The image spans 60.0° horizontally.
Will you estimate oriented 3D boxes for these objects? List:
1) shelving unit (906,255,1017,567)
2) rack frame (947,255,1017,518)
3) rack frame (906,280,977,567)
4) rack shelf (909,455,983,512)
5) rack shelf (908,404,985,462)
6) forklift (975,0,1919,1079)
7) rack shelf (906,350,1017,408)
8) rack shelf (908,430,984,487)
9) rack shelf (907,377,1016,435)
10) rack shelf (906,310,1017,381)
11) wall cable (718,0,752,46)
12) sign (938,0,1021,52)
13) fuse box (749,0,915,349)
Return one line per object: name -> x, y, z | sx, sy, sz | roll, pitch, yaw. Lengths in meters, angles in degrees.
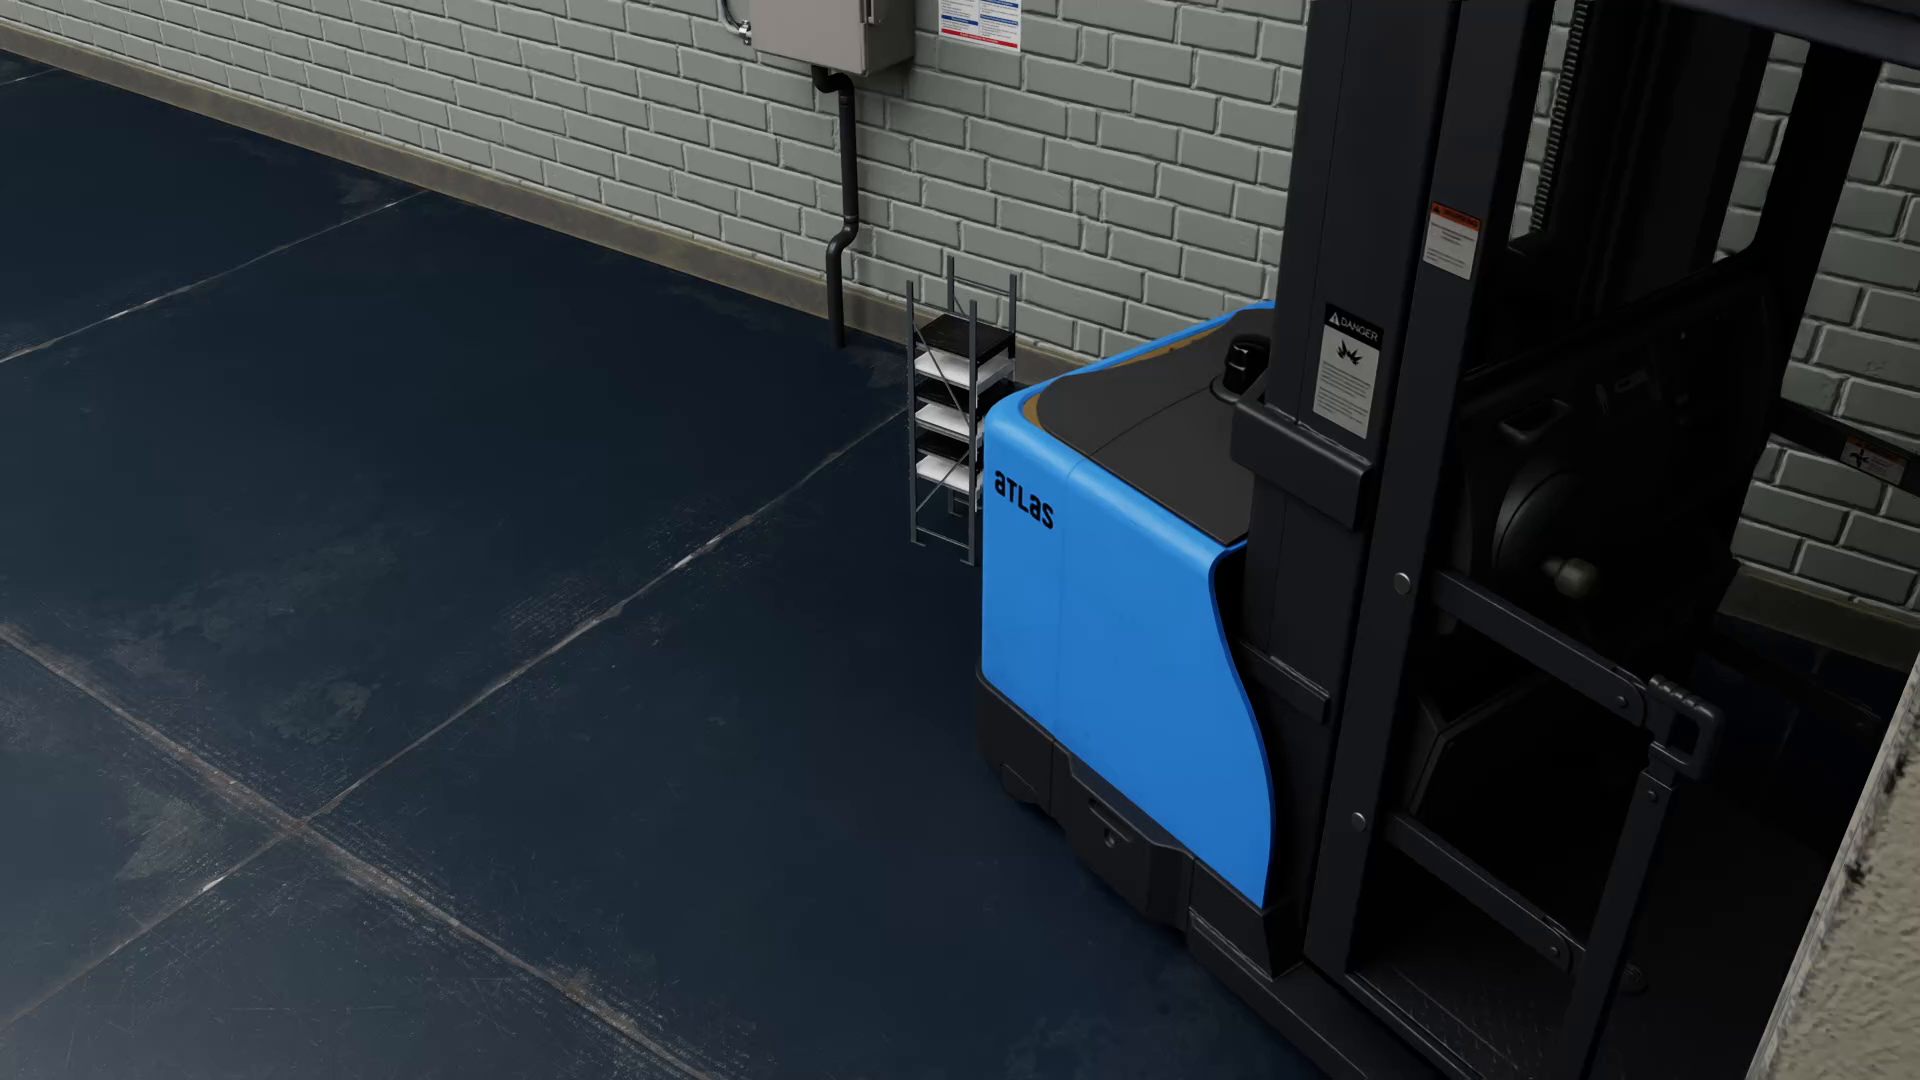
shelving unit -> 0.005, -0.376, 5.003 | 0.258, 0.900, 0.210 | 21, 39, 28
rack frame -> 0.063, -0.423, 5.073 | 0.240, 0.900, 0.006 | 21, 39, 28
rack frame -> -0.053, -0.330, 4.934 | 0.240, 0.900, 0.006 | 21, 39, 28
rack shelf -> 0.005, -0.200, 5.123 | 0.258, 0.077, 0.200 | 21, 39, 28
rack shelf -> 0.005, -0.349, 5.022 | 0.258, 0.077, 0.200 | 21, 39, 28
forklift -> 1.322, -0.139, 2.839 | 1.130, 2.935, 3.031 | -23, 40, -30
rack shelf -> 0.005, -0.498, 4.921 | 0.258, 0.077, 0.200 | 21, 39, 28
rack shelf -> 0.005, -0.274, 5.073 | 0.258, 0.077, 0.200 | 21, 39, 28
rack shelf -> 0.005, -0.423, 4.972 | 0.258, 0.077, 0.200 | 21, 39, 28
rack shelf -> 0.005, -0.573, 4.871 | 0.258, 0.077, 0.200 | 21, 39, 28
wall cable -> -0.932, -2.674, 5.619 | 0.588, 1.984, 0.122 | 21, 39, 28
sign -> 0.063, -1.861, 5.408 | 0.329, 0.494, 0.001 | 21, 39, 28
fuse box -> -0.461, -1.429, 5.835 | 0.539, 1.711, 0.414 | 21, 39, 28
